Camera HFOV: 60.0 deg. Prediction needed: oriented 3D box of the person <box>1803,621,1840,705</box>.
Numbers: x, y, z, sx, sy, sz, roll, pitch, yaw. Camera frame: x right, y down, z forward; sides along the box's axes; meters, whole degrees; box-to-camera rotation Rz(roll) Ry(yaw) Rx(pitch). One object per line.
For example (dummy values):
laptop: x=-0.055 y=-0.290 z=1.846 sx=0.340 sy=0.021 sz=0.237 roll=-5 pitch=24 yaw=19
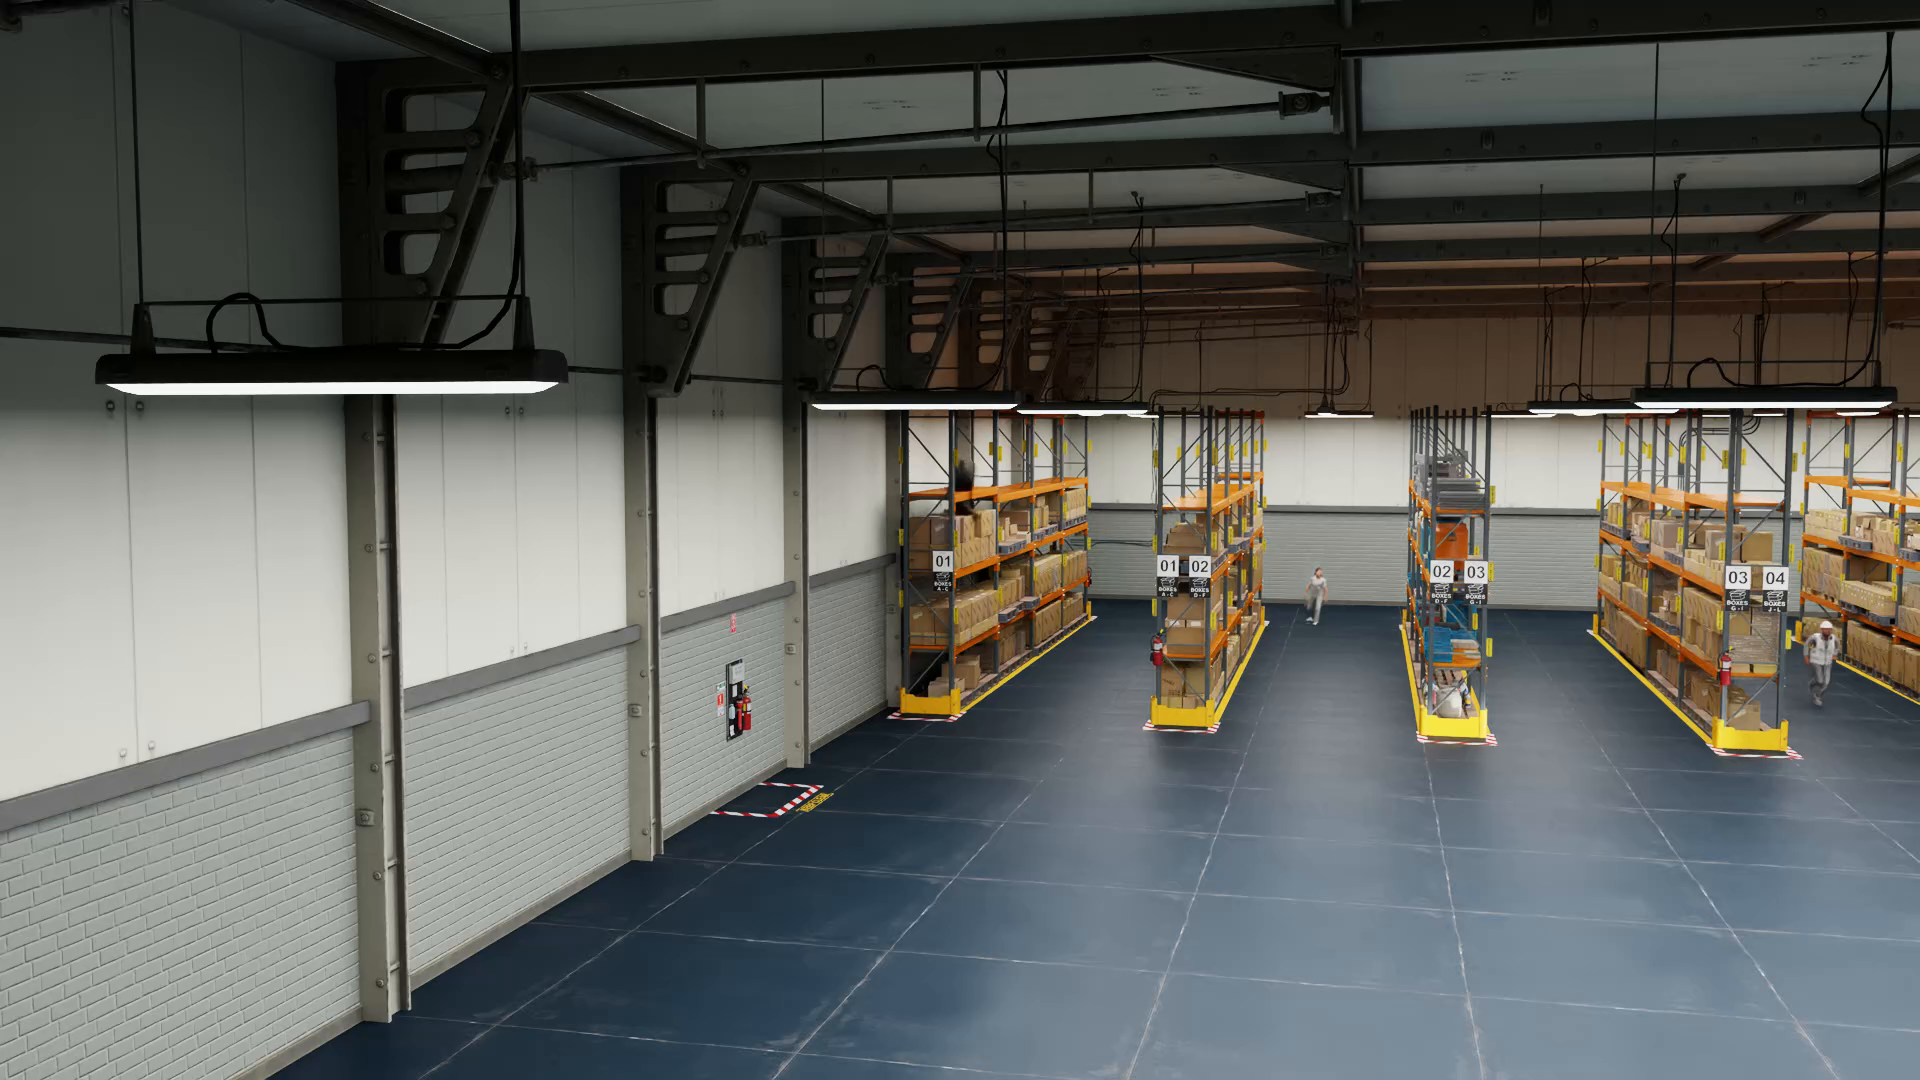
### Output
person: x=17.376 y=2.469 z=33.533 sx=0.624 sy=1.705 sz=0.696 roll=0 pitch=4 yaw=-2

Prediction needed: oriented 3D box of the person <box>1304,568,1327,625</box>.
person: x=10.006 y=1.567 z=46.706 sx=0.655 sy=1.612 sz=0.702 roll=2 pitch=4 yaw=21
